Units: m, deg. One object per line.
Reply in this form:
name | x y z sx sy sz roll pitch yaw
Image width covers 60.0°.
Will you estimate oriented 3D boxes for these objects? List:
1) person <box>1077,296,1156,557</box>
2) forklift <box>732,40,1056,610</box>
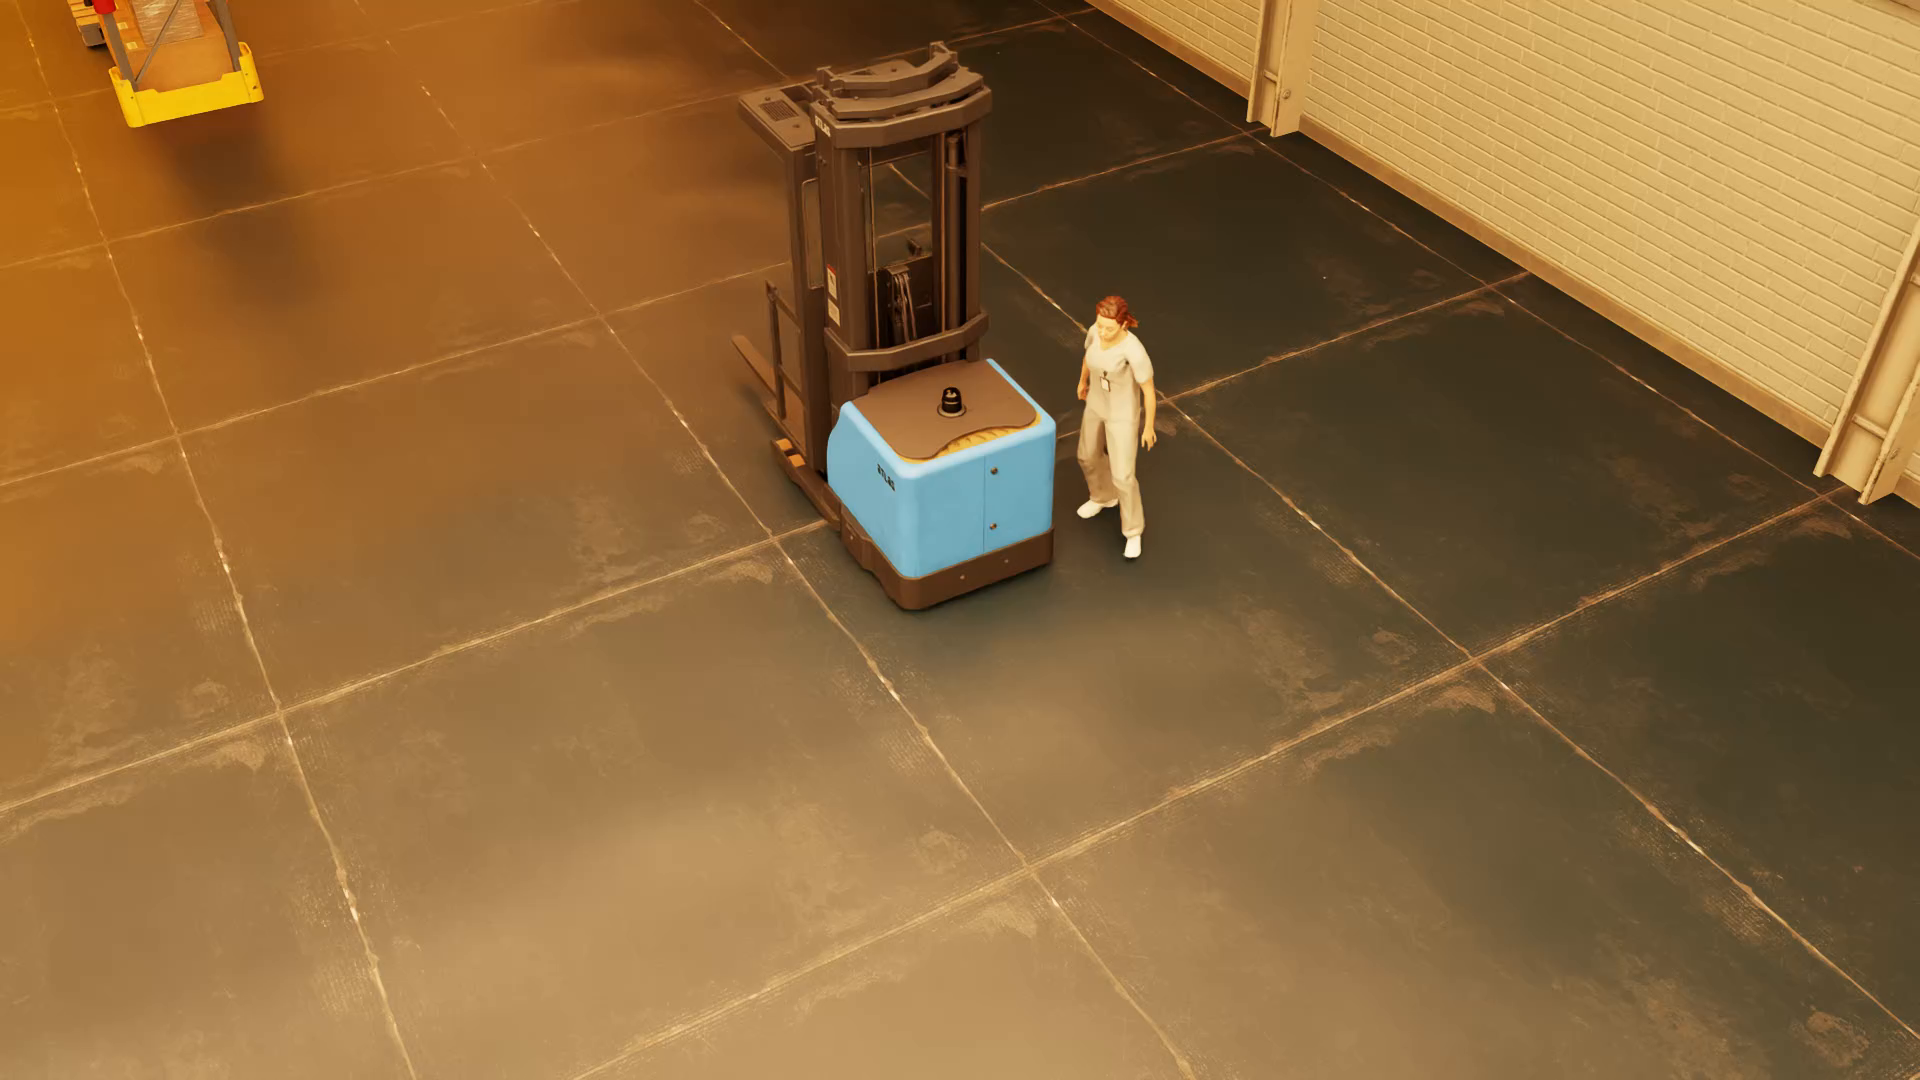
person | 0.936 -0.744 9.964 0.369 1.626 0.768 -29 48 -30
forklift | -0.585 -1.646 10.021 1.130 2.935 3.031 -19 43 -22
